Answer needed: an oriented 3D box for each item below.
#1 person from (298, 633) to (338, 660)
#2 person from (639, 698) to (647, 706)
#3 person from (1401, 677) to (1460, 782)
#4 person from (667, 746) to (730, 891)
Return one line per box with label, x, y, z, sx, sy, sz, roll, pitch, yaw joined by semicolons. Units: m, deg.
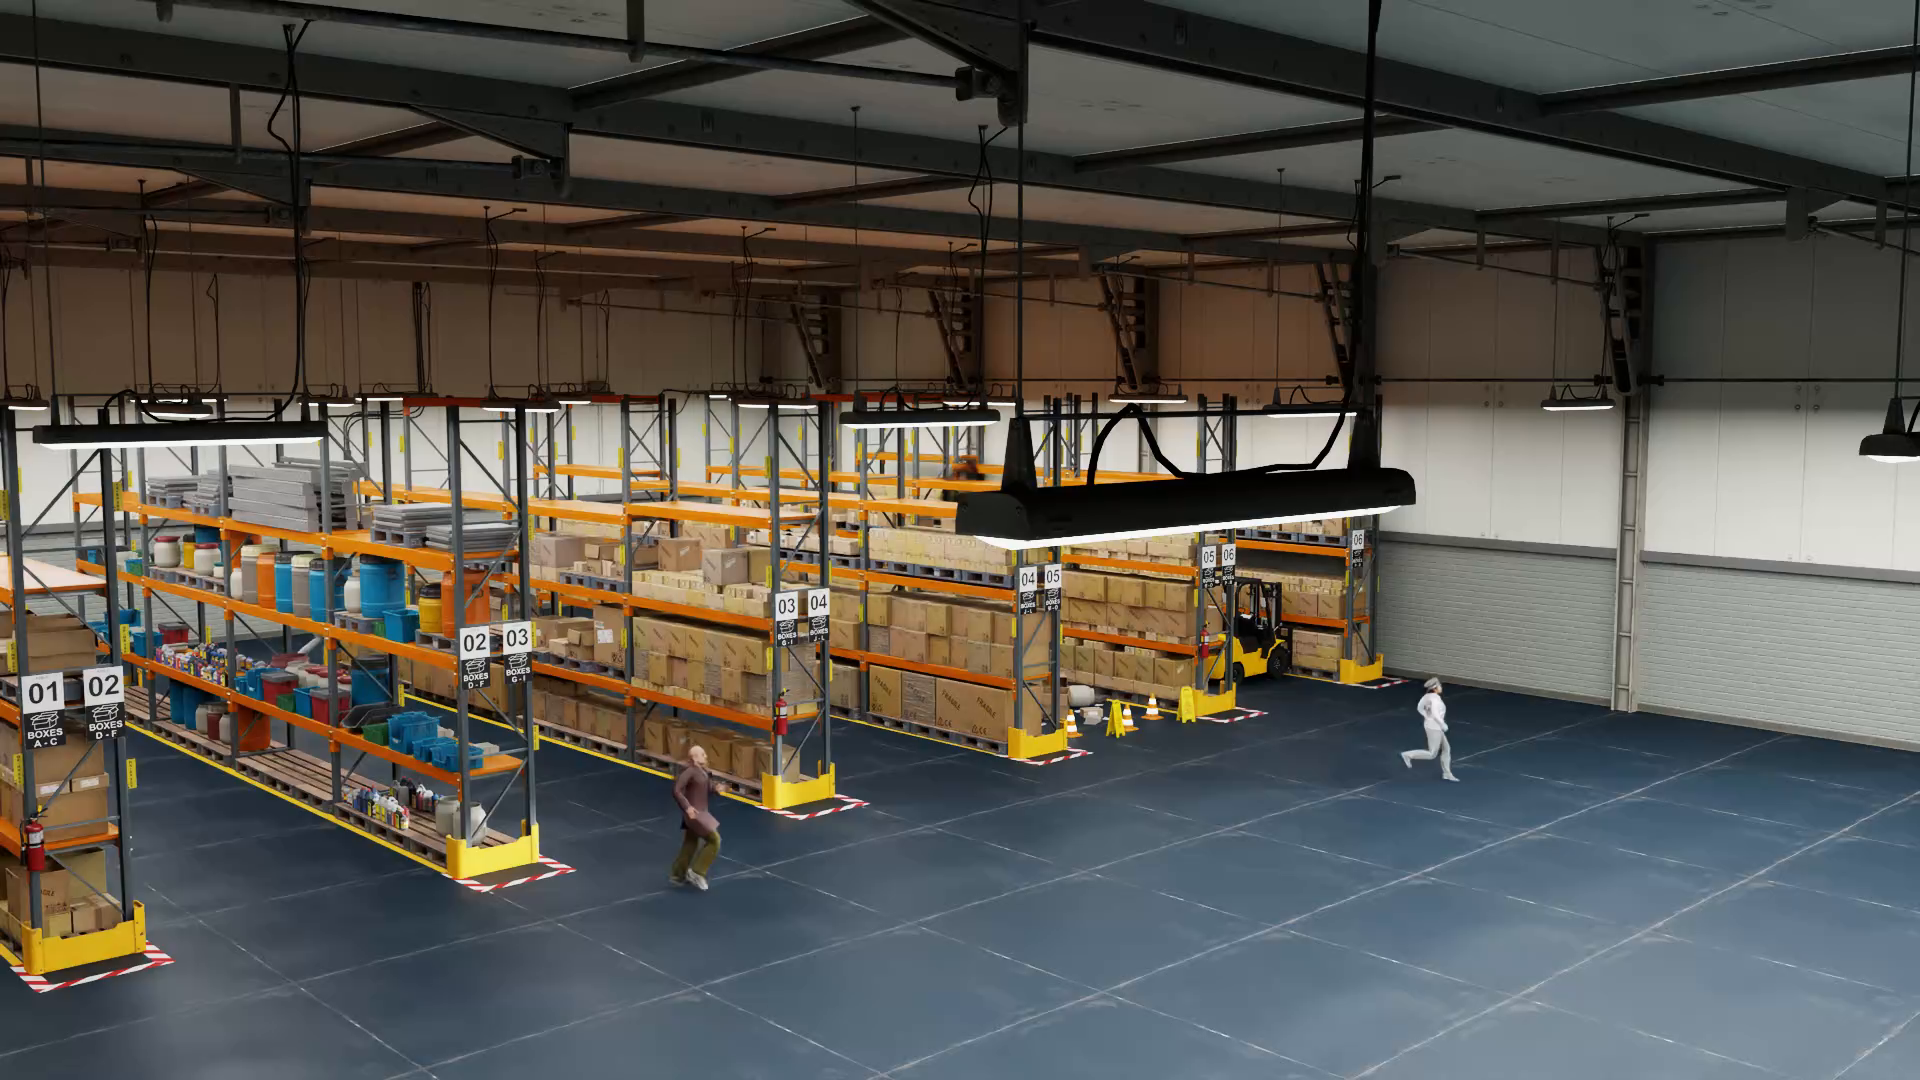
person;-14.241;1.901;37.037;0.966;1.650;0.568;-4;7;-32
person;-5.994;2.421;31.488;0.708;1.741;0.620;-5;8;-43
person;7.434;2.993;26.229;0.943;1.685;0.602;1;6;6
person;-3.266;3.462;20.743;0.787;1.820;0.670;-1;6;-7
